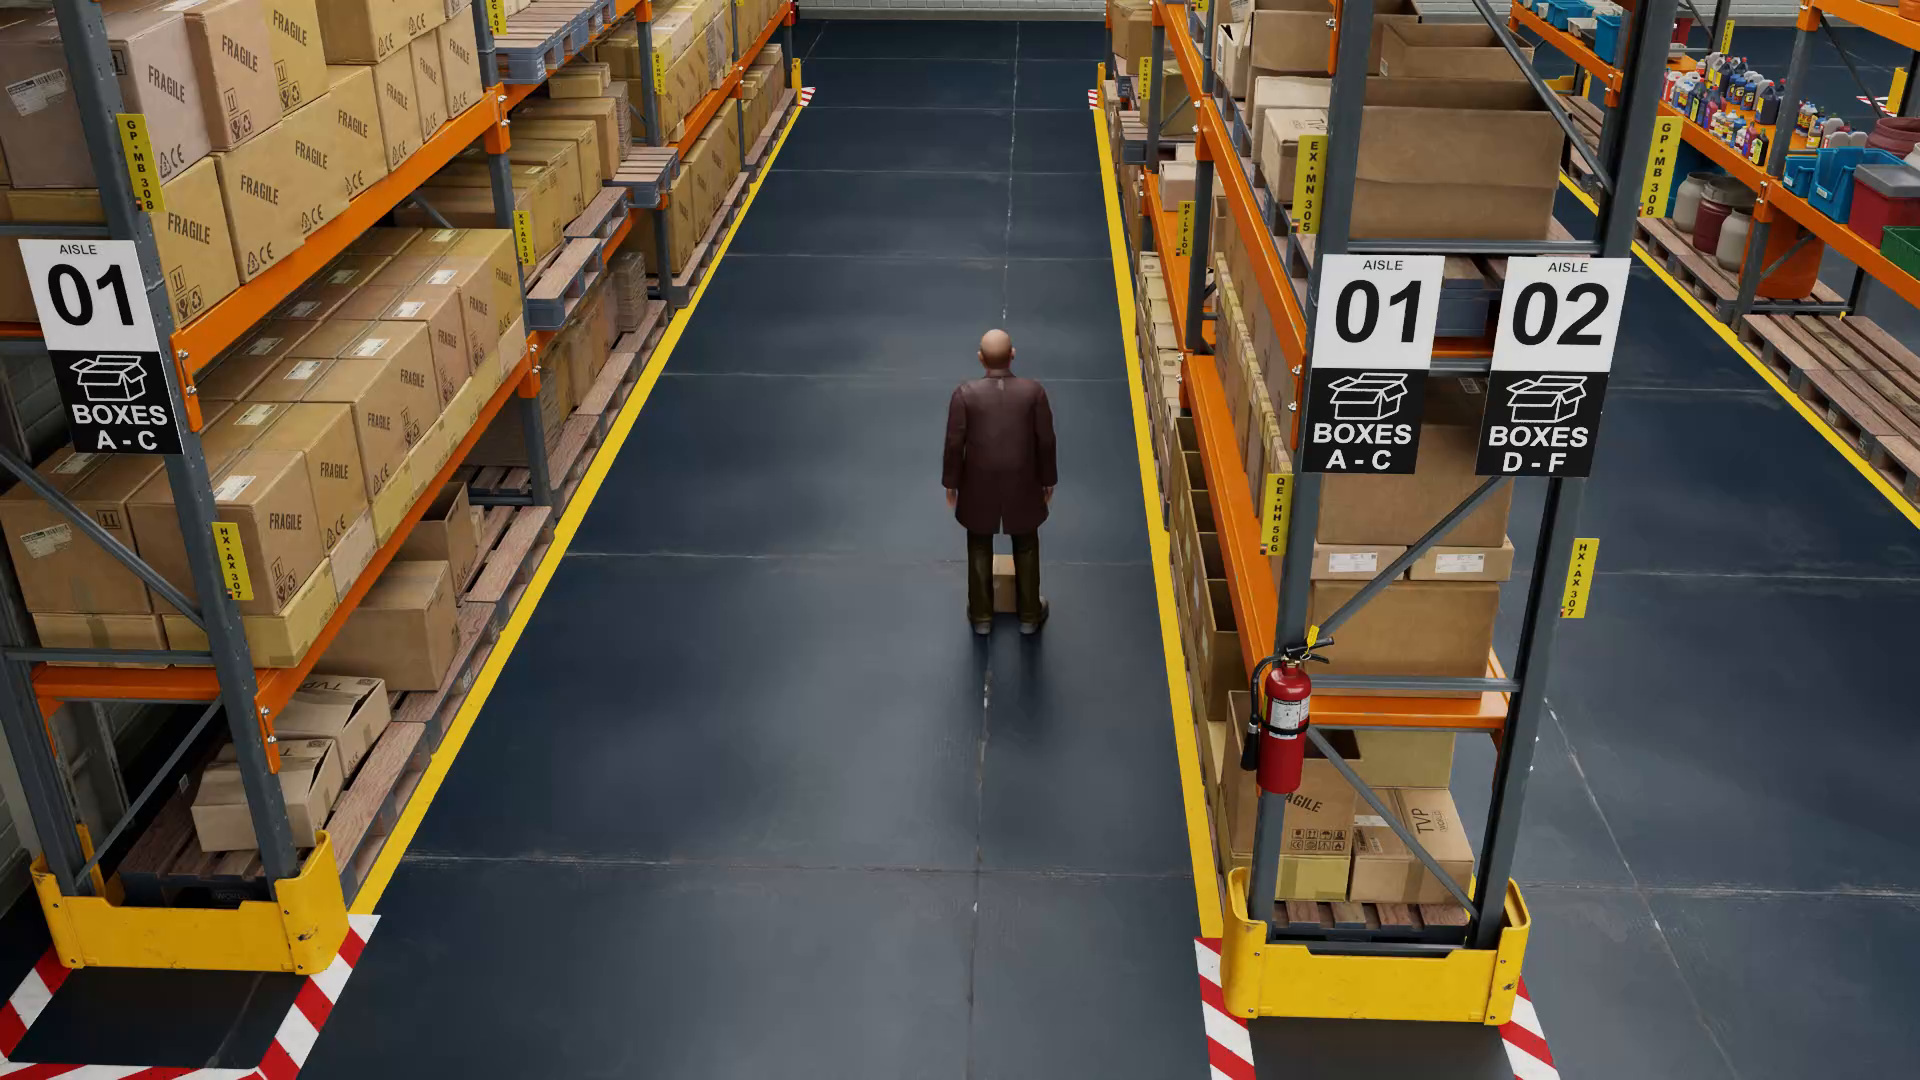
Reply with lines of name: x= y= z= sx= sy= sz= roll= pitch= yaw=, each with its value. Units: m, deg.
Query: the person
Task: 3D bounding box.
person: x=0.219 y=-0.309 z=9.229 sx=0.647 sy=1.772 sz=0.429 roll=0 pitch=28 yaw=-1
